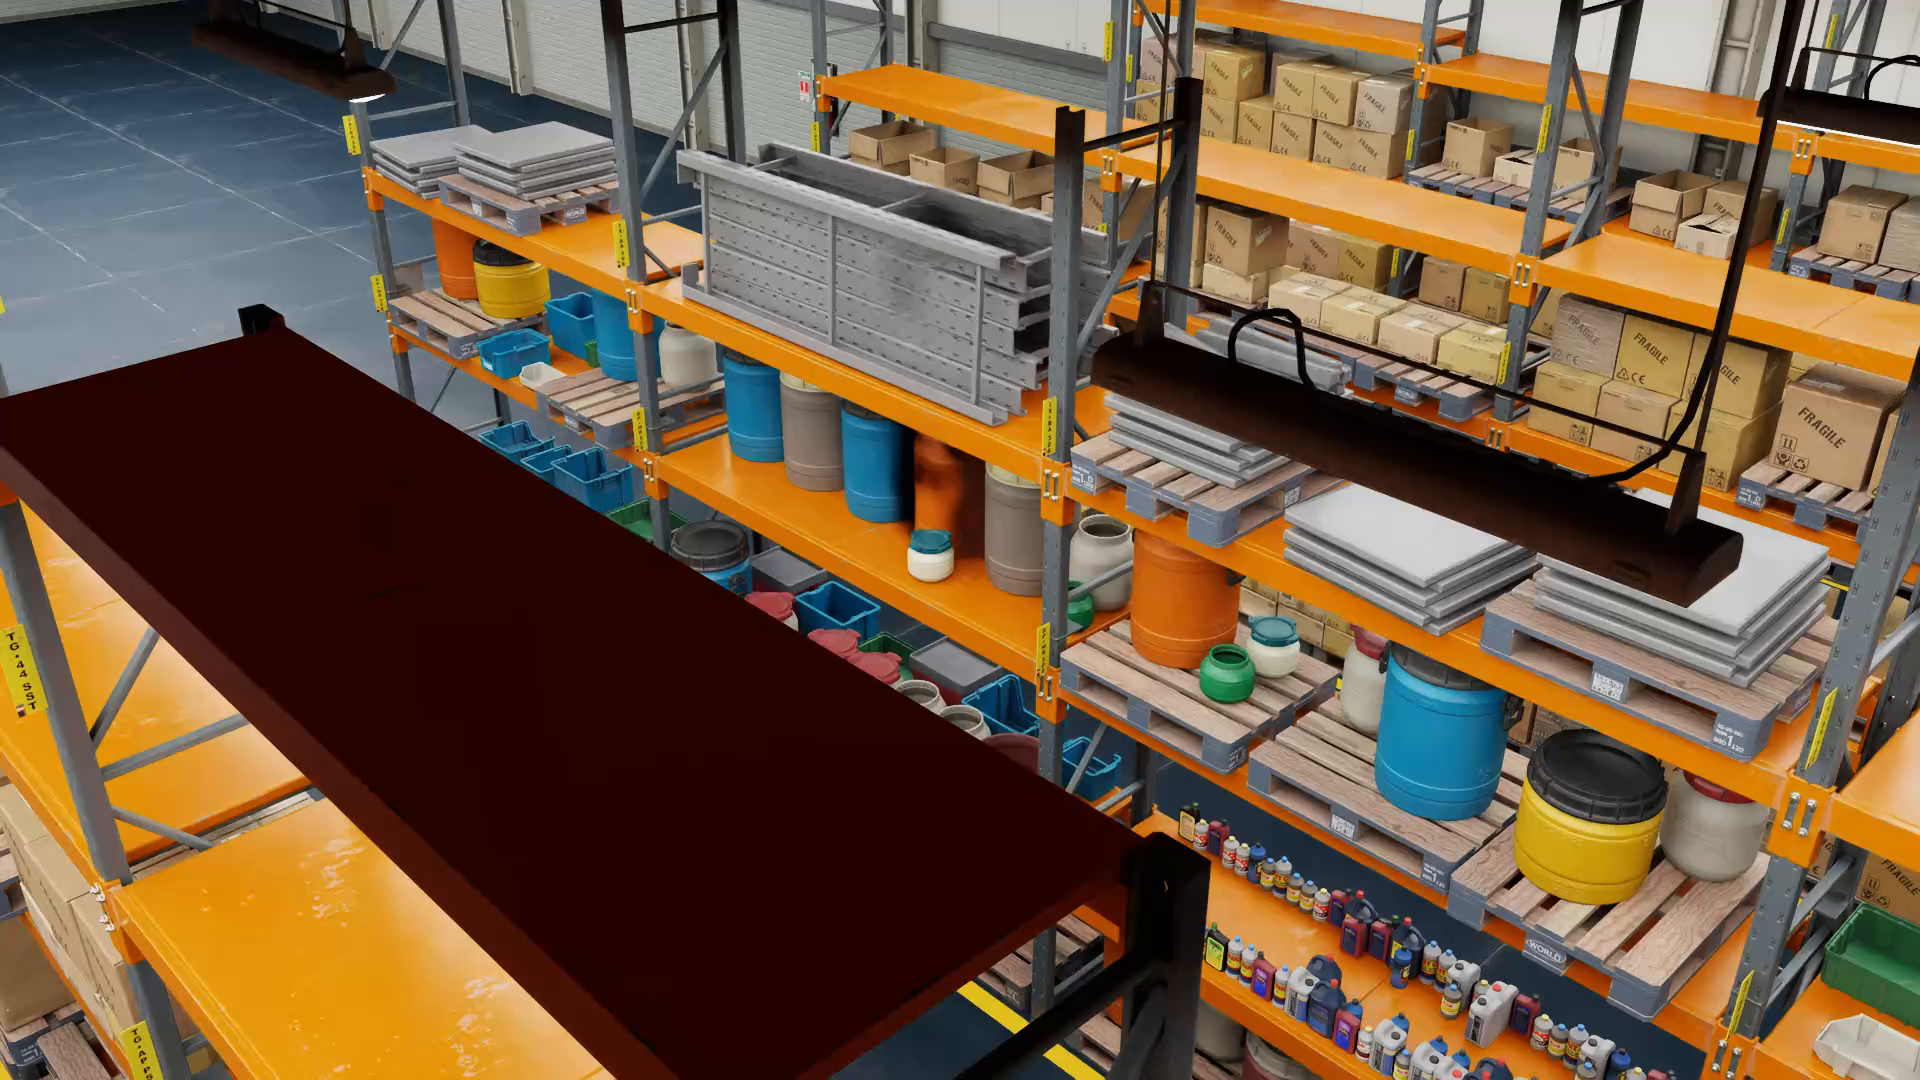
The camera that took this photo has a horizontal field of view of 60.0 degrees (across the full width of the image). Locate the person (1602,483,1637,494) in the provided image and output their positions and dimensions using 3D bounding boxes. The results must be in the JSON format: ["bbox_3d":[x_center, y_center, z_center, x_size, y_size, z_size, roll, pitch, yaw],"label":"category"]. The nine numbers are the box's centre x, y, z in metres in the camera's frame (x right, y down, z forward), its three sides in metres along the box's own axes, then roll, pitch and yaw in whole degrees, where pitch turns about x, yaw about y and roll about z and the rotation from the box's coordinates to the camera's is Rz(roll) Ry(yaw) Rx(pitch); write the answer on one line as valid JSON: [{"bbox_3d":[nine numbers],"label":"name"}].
[{"bbox_3d":[6.510,-0.452,15.979,0.915,1.618,0.636,10,30,18],"label":"person"}]
